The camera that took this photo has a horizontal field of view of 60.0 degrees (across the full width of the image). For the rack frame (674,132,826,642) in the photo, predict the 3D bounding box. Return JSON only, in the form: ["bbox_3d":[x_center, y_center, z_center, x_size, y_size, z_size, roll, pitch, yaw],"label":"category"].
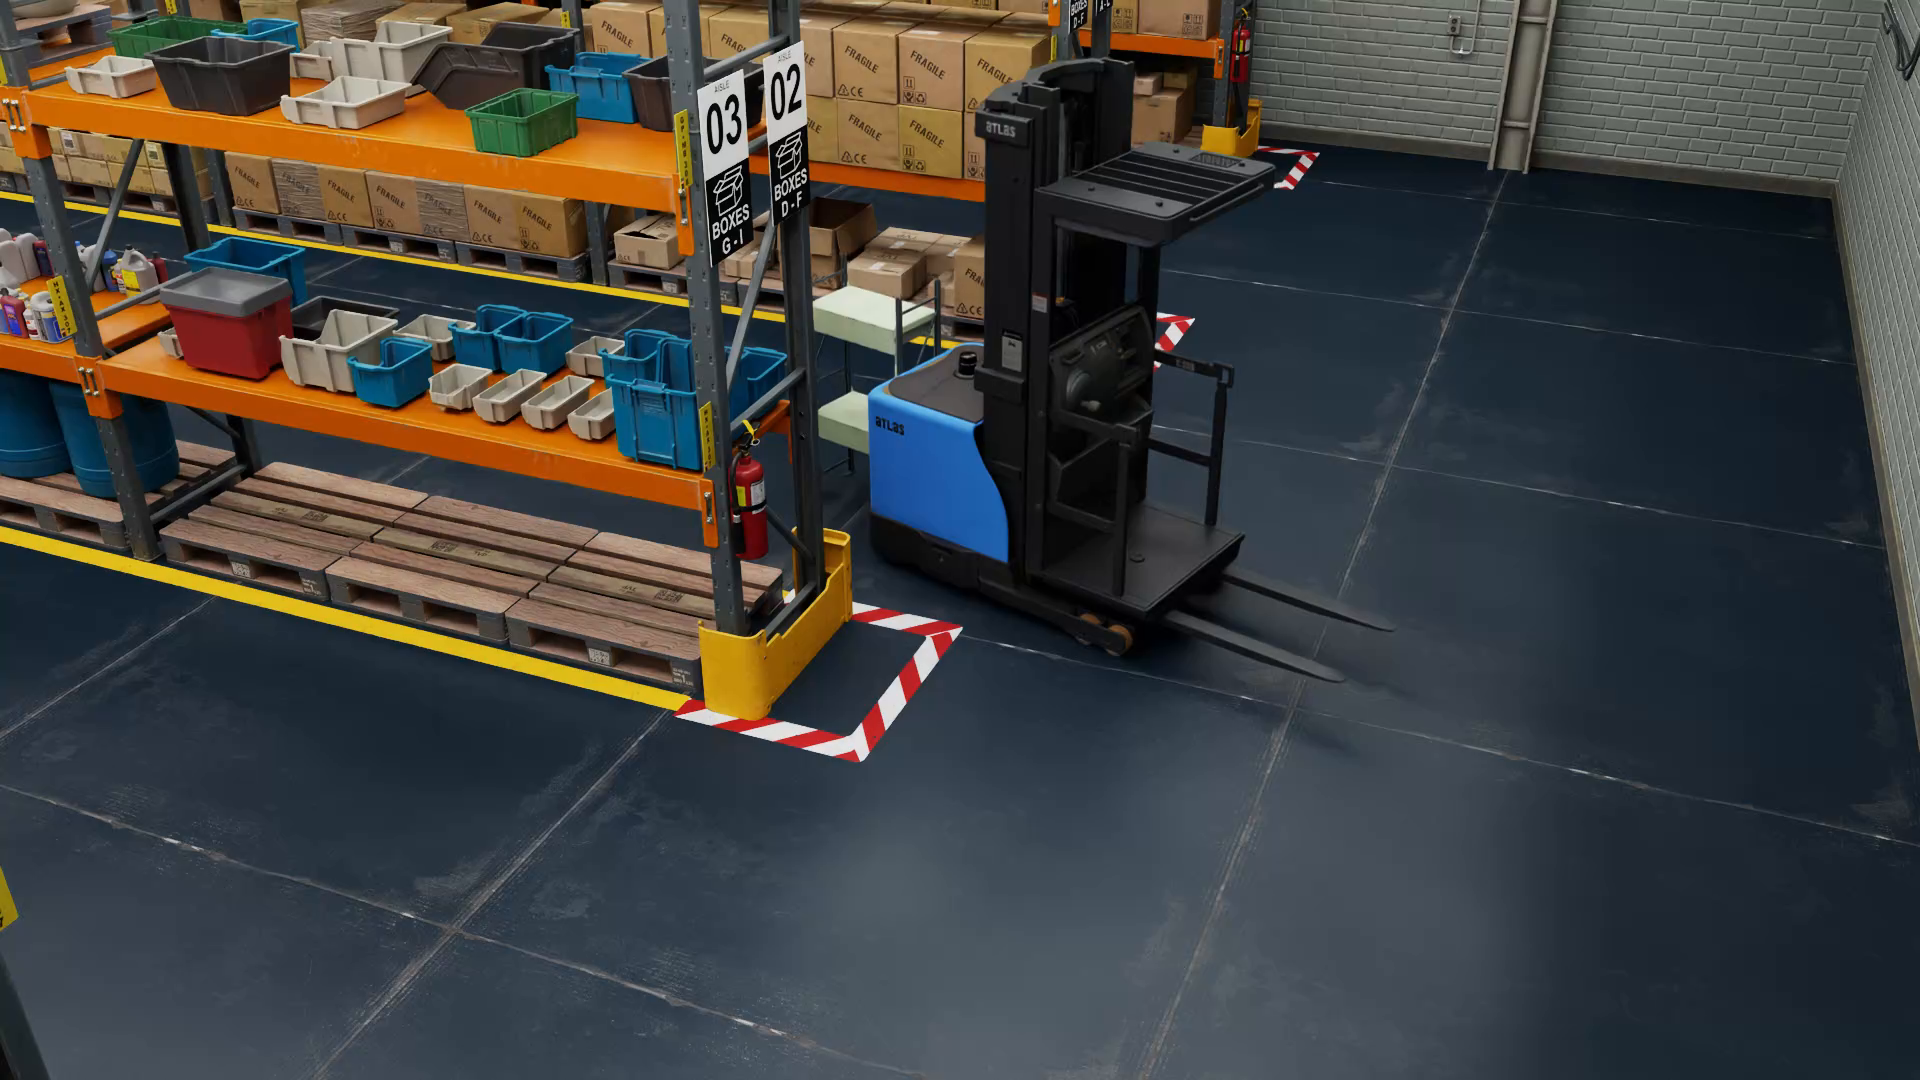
[{"bbox_3d":[-0.992,-0.666,8.290,0.127,3.000,1.000,11,31,19],"label":"rack frame"}]

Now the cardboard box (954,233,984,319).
[{"bbox_3d":[0.277,-2.015,12.771,0.500,0.500,0.500,11,31,19],"label":"cardboard box"}]

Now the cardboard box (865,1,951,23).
[{"bbox_3d":[-0.387,-3.793,12.705,0.500,0.500,0.500,12,32,20],"label":"cardboard box"}]

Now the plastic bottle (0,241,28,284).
[{"bbox_3d":[-5.899,-1.713,10.269,0.135,0.276,0.152,11,31,19],"label":"plastic bottle"}]

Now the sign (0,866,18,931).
[{"bbox_3d":[-2.640,0.930,4.508,0.005,0.325,0.100,11,31,19],"label":"sign"}]

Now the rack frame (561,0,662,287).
[{"bbox_3d":[-2.833,-3.663,13.594,0.127,3.000,1.000,11,31,19],"label":"rack frame"}]

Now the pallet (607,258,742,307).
[{"bbox_3d":[-2.197,-2.322,14.055,1.213,0.211,1.003,11,31,19],"label":"pallet"}]

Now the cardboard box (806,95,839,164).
[{"bbox_3d":[-1.053,-3.208,12.687,0.500,0.500,0.500,11,31,18],"label":"cardboard box"}]

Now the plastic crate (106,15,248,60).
[{"bbox_3d":[-4.192,-2.679,9.019,0.662,0.188,0.450,11,31,19],"label":"plastic crate"}]

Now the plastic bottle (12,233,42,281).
[{"bbox_3d":[-5.842,-1.782,10.392,0.135,0.276,0.152,11,31,19],"label":"plastic bottle"}]

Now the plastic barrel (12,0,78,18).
[{"bbox_3d":[-5.092,-3.165,9.099,0.433,0.535,0.433,0,29,0],"label":"plastic barrel"}]

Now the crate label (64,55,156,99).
[{"bbox_3d":[-4.354,-2.374,8.533,0.466,0.136,0.293,11,31,19],"label":"crate label"}]

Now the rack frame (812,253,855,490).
[{"bbox_3d":[-0.825,-1.032,10.462,0.023,1.500,0.400,21,35,32],"label":"rack frame"}]

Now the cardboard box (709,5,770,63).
[{"bbox_3d":[-1.547,-3.736,12.605,0.500,0.500,0.500,10,31,18],"label":"cardboard box"}]

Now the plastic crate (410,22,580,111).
[{"bbox_3d":[-2.304,-2.352,8.289,0.767,0.338,0.504,11,31,19],"label":"plastic crate"}]

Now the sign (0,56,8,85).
[{"bbox_3d":[-4.907,-2.465,8.416,0.005,0.325,0.100,11,31,19],"label":"sign"}]

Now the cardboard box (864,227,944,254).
[{"bbox_3d":[-0.450,-2.333,13.587,0.500,0.250,0.500,11,31,19],"label":"cardboard box"}]

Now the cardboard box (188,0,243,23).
[{"bbox_3d":[-9.364,-6.680,21.024,0.500,0.500,0.500,9,31,15],"label":"cardboard box"}]

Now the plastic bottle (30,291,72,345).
[{"bbox_3d":[-5.185,-1.277,9.498,0.135,0.276,0.152,11,31,19],"label":"plastic bottle"}]

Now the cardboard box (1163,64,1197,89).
[{"bbox_3d":[2.238,-4.712,16.903,0.250,0.149,0.380,12,31,19],"label":"cardboard box"}]

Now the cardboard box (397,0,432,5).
[{"bbox_3d":[-6.350,-6.429,19.818,0.500,0.250,0.500,11,31,19],"label":"cardboard box"}]

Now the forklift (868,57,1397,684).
[{"bbox_3d":[0.933,-0.941,8.847,3.031,2.935,1.130,21,35,32],"label":"forklift"}]

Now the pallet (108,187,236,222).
[{"bbox_3d":[-7.287,-3.360,15.891,1.213,0.211,1.003,11,31,19],"label":"pallet"}]

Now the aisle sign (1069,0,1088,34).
[{"bbox_3d":[0.822,-3.903,11.376,0.004,0.787,0.394,11,31,19],"label":"aisle sign"}]

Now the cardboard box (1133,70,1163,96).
[{"bbox_3d":[1.859,-4.584,16.678,0.250,0.149,0.380,11,31,19],"label":"cardboard box"}]

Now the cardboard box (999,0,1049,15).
[{"bbox_3d":[0.875,-5.678,16.853,0.700,0.700,0.980,10,31,17],"label":"cardboard box"}]

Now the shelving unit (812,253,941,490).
[{"bbox_3d":[-0.534,-0.922,10.269,0.755,1.500,0.431,21,35,32],"label":"shelving unit"}]

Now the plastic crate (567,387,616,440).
[{"bbox_3d":[-1.816,-0.645,8.461,0.243,0.136,0.396,11,31,19],"label":"plastic crate"}]

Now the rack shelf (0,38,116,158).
[{"bbox_3d":[-6.552,-2.768,9.693,4.000,0.370,1.077,11,31,19],"label":"rack shelf"}]

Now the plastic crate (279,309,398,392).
[{"bbox_3d":[-3.353,-1.014,8.966,0.530,0.282,0.437,11,31,19],"label":"plastic crate"}]

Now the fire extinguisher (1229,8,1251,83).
[{"bbox_3d":[2.699,-4.748,15.971,0.183,0.674,0.296,11,31,19],"label":"fire extinguisher"}]

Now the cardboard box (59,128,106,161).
[{"bbox_3d":[-8.068,-3.806,15.644,0.500,0.311,0.500,11,31,19],"label":"cardboard box"}]

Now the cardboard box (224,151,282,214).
[{"bbox_3d":[-6.225,-3.292,15.031,0.500,0.500,0.500,13,32,21],"label":"cardboard box"}]

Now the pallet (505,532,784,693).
[{"bbox_3d":[-1.742,0.378,9.278,1.213,0.211,1.003,11,31,19],"label":"pallet"}]

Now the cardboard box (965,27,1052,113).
[{"bbox_3d":[0.358,-3.359,11.938,0.500,0.500,0.500,11,31,19],"label":"cardboard box"}]

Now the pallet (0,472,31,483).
[{"bbox_3d":[-6.532,-0.578,10.970,1.213,0.211,1.003,11,31,19],"label":"pallet"}]

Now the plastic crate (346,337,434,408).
[{"bbox_3d":[-2.991,-0.882,8.782,0.300,0.233,0.416,11,31,19],"label":"plastic crate"}]

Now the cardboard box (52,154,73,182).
[{"bbox_3d":[-8.540,-3.657,15.951,0.500,0.250,0.500,12,32,20],"label":"cardboard box"}]

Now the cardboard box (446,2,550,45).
[{"bbox_3d":[-3.849,-4.178,13.976,0.500,0.500,0.700,17,33,27],"label":"cardboard box"}]

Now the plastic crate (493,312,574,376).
[{"bbox_3d":[-2.317,-1.058,9.094,0.300,0.233,0.416,11,31,19],"label":"plastic crate"}]

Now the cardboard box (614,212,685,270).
[{"bbox_3d":[-2.525,-2.508,13.836,0.500,0.311,0.500,11,31,19],"label":"cardboard box"}]

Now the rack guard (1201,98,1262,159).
[{"bbox_3d":[2.755,-4.090,16.890,0.348,0.500,1.175,11,31,19],"label":"rack guard"}]

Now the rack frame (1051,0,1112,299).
[{"bbox_3d":[0.874,-2.923,12.285,0.127,3.000,1.000,11,31,19],"label":"rack frame"}]

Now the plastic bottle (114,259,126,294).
[{"bbox_3d":[-5.115,-1.619,10.179,0.097,0.201,0.097,0,29,0],"label":"plastic bottle"}]

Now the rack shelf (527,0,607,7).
[{"bbox_3d":[-2.827,-5.980,18.423,4.000,0.370,1.077,11,31,19],"label":"rack shelf"}]

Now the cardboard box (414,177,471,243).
[{"bbox_3d":[-4.317,-2.916,14.364,0.500,0.500,0.500,12,32,20],"label":"cardboard box"}]
